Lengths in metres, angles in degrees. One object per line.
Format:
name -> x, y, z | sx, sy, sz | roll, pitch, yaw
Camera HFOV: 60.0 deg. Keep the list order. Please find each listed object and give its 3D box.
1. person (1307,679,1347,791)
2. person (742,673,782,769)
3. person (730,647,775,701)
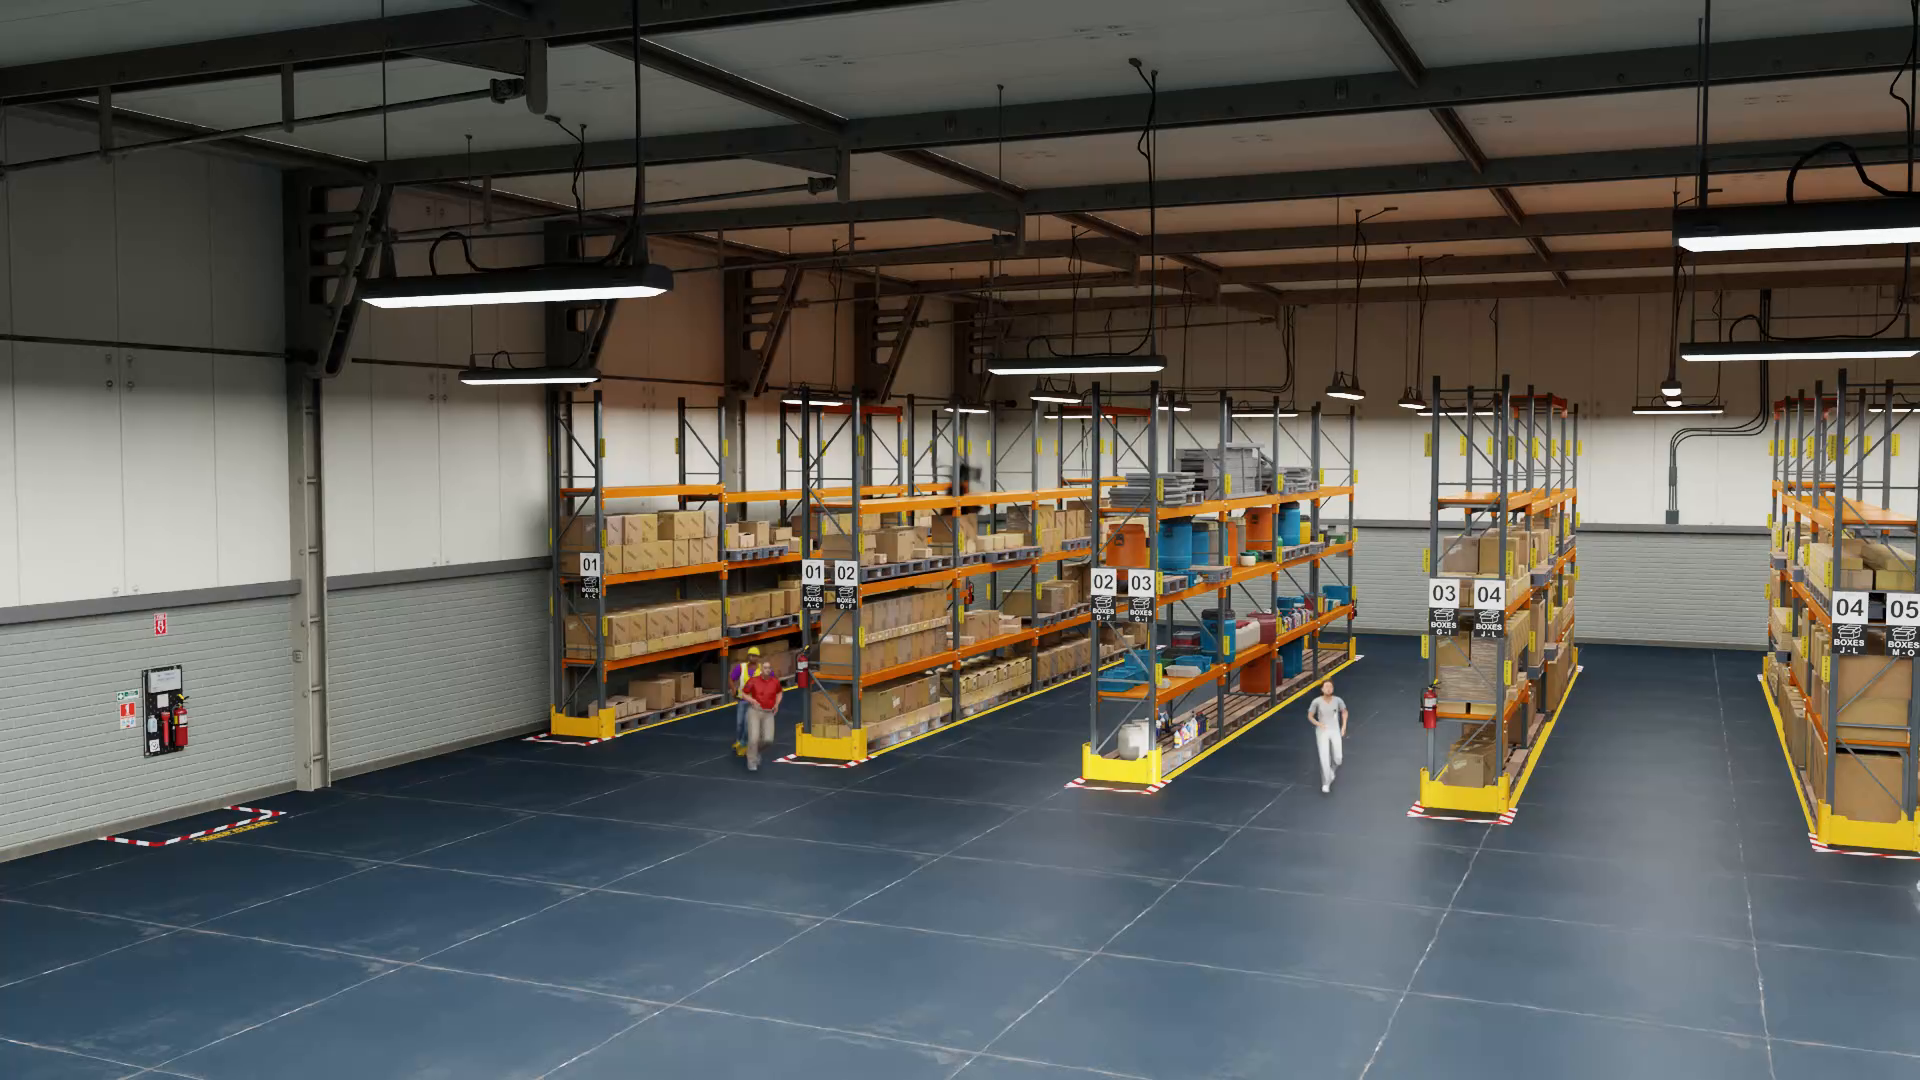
person -> 5.373, 2.854, 24.273 | 0.601, 1.623, 0.578 | 0, 3, 1
person -> -3.083, 2.822, 26.035 | 0.654, 1.483, 0.431 | -1, 3, -20
person -> -3.415, 2.202, 27.256 | 0.710, 0.913, 0.421 | 0, 3, 8
